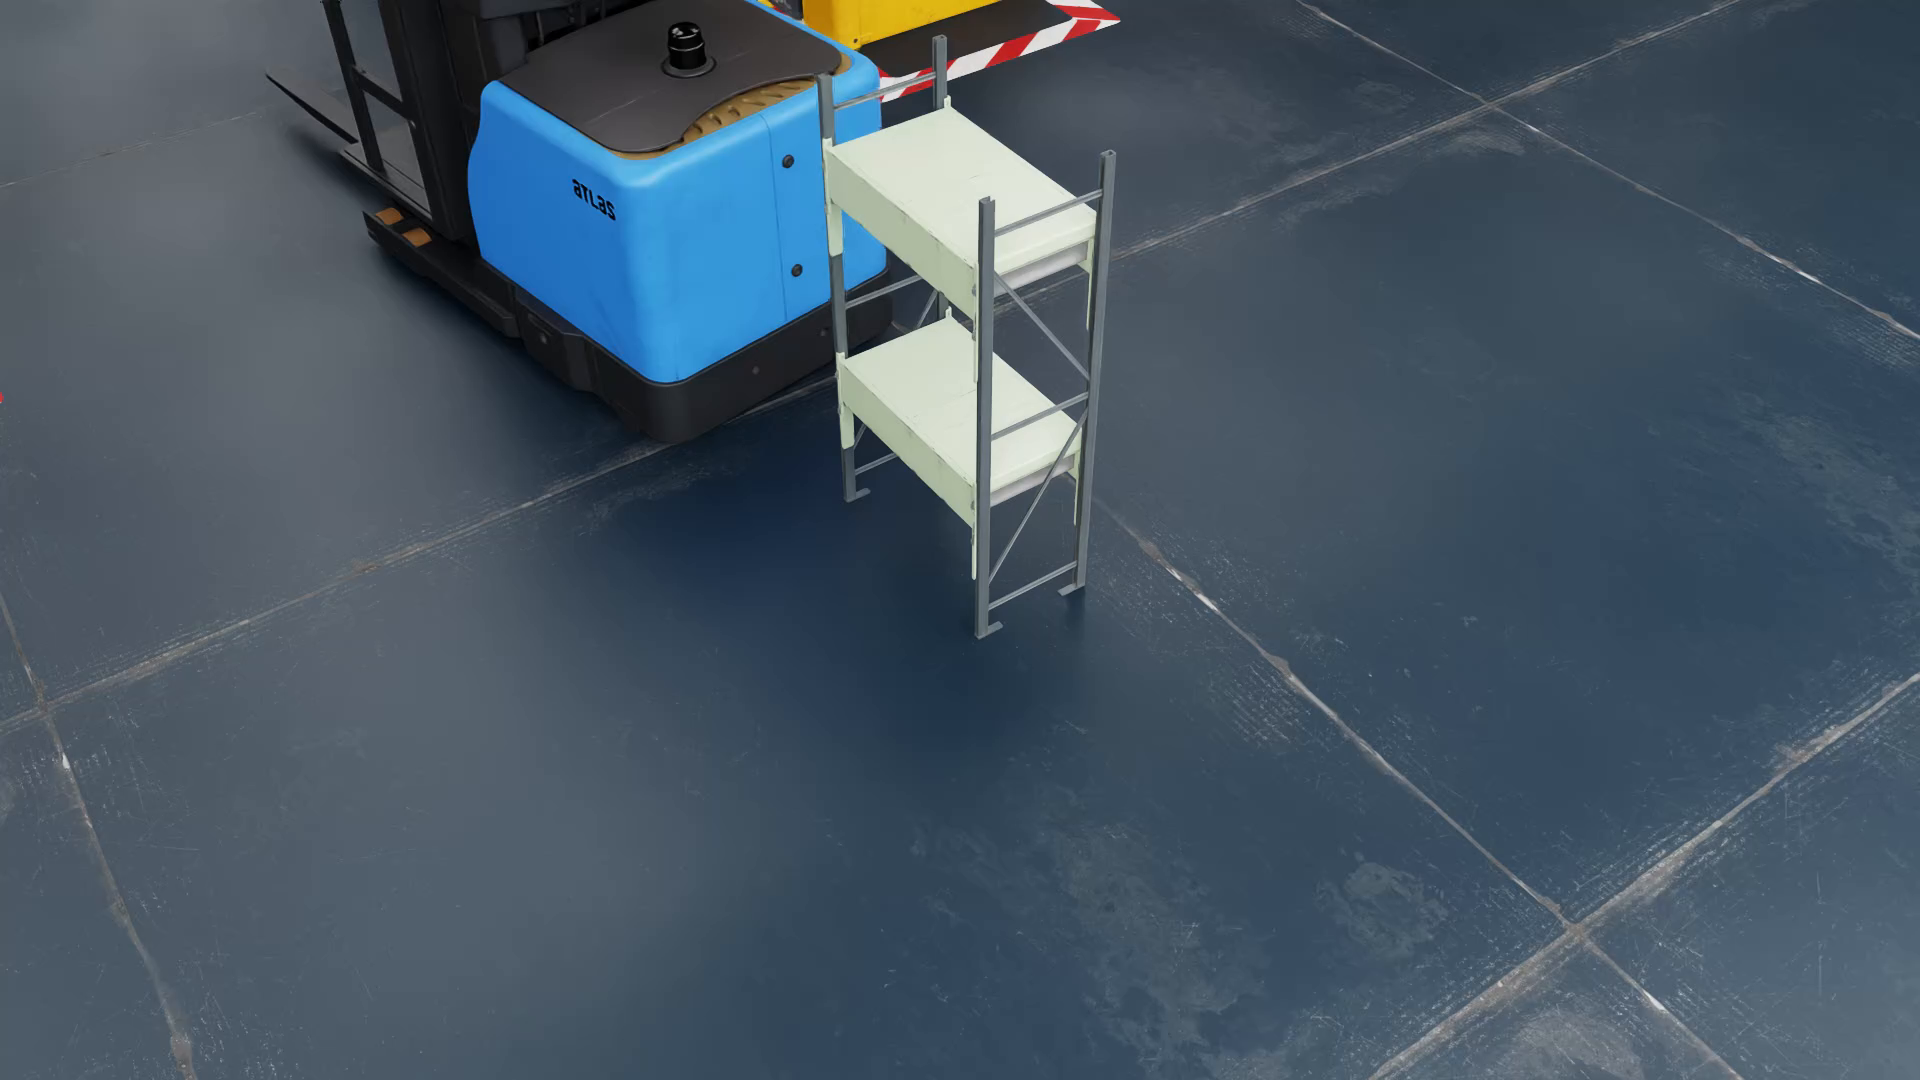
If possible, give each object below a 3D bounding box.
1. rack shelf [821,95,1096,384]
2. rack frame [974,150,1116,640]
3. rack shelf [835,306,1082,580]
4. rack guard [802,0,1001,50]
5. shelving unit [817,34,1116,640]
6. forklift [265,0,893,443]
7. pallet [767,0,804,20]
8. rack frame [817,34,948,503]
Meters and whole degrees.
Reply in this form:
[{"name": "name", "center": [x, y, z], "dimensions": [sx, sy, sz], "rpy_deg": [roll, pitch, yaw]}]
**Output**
[{"name": "rack shelf", "center": [0.004, -0.821, 4.459], "dimensions": [0.431, 0.370, 0.720], "rpy_deg": [-26, 49, -24]}, {"name": "rack frame", "center": [0.213, -0.331, 4.511], "dimensions": [0.400, 1.500, 0.023], "rpy_deg": [-26, 49, -24]}, {"name": "rack shelf", "center": [0.004, -0.303, 4.953], "dimensions": [0.431, 0.370, 0.720], "rpy_deg": [-26, 49, -24]}, {"name": "rack guard", "center": [-0.174, -2.716, 7.733], "dimensions": [1.175, 0.500, 0.348], "rpy_deg": [-26, 49, -24]}, {"name": "shelving unit", "center": [0.004, -0.539, 4.728], "dimensions": [0.431, 1.500, 0.755], "rpy_deg": [-26, 49, -24]}, {"name": "forklift", "center": [-1.632, -2.297, 5.533], "dimensions": [1.130, 2.935, 3.031], "rpy_deg": [-34, 53, -30]}, {"name": "pallet", "center": [-0.710, -3.047, 8.289], "dimensions": [1.003, 0.211, 1.213], "rpy_deg": [-26, 49, -24]}, {"name": "rack frame", "center": [-0.206, -0.746, 4.945], "dimensions": [0.400, 1.500, 0.023], "rpy_deg": [-26, 49, -24]}]
